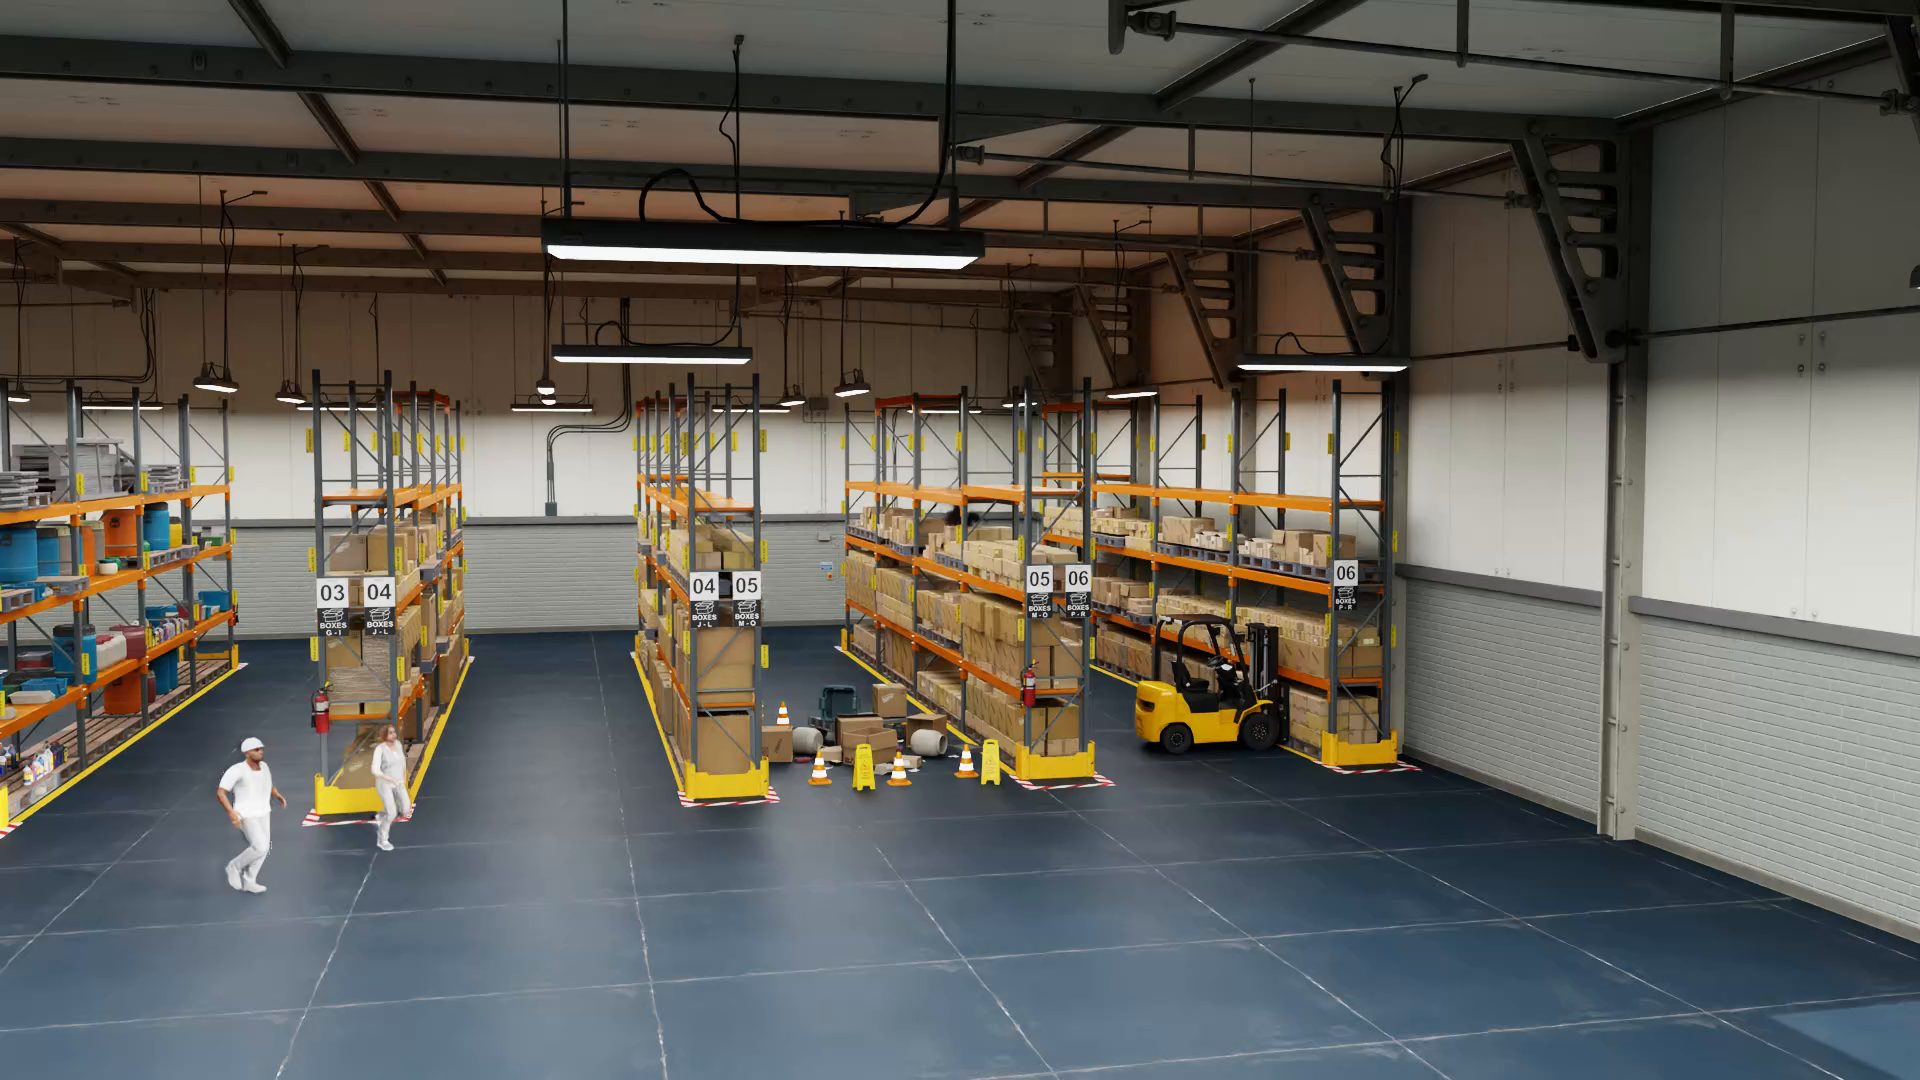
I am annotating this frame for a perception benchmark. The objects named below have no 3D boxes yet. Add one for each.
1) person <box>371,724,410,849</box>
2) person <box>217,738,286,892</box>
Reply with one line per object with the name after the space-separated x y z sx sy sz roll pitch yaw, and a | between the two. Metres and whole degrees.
-7.028 3.046 20.564 0.604 1.561 0.572 2 4 32 | person
-7.877 3.065 18.559 0.575 1.728 0.699 1 3 16 | person
